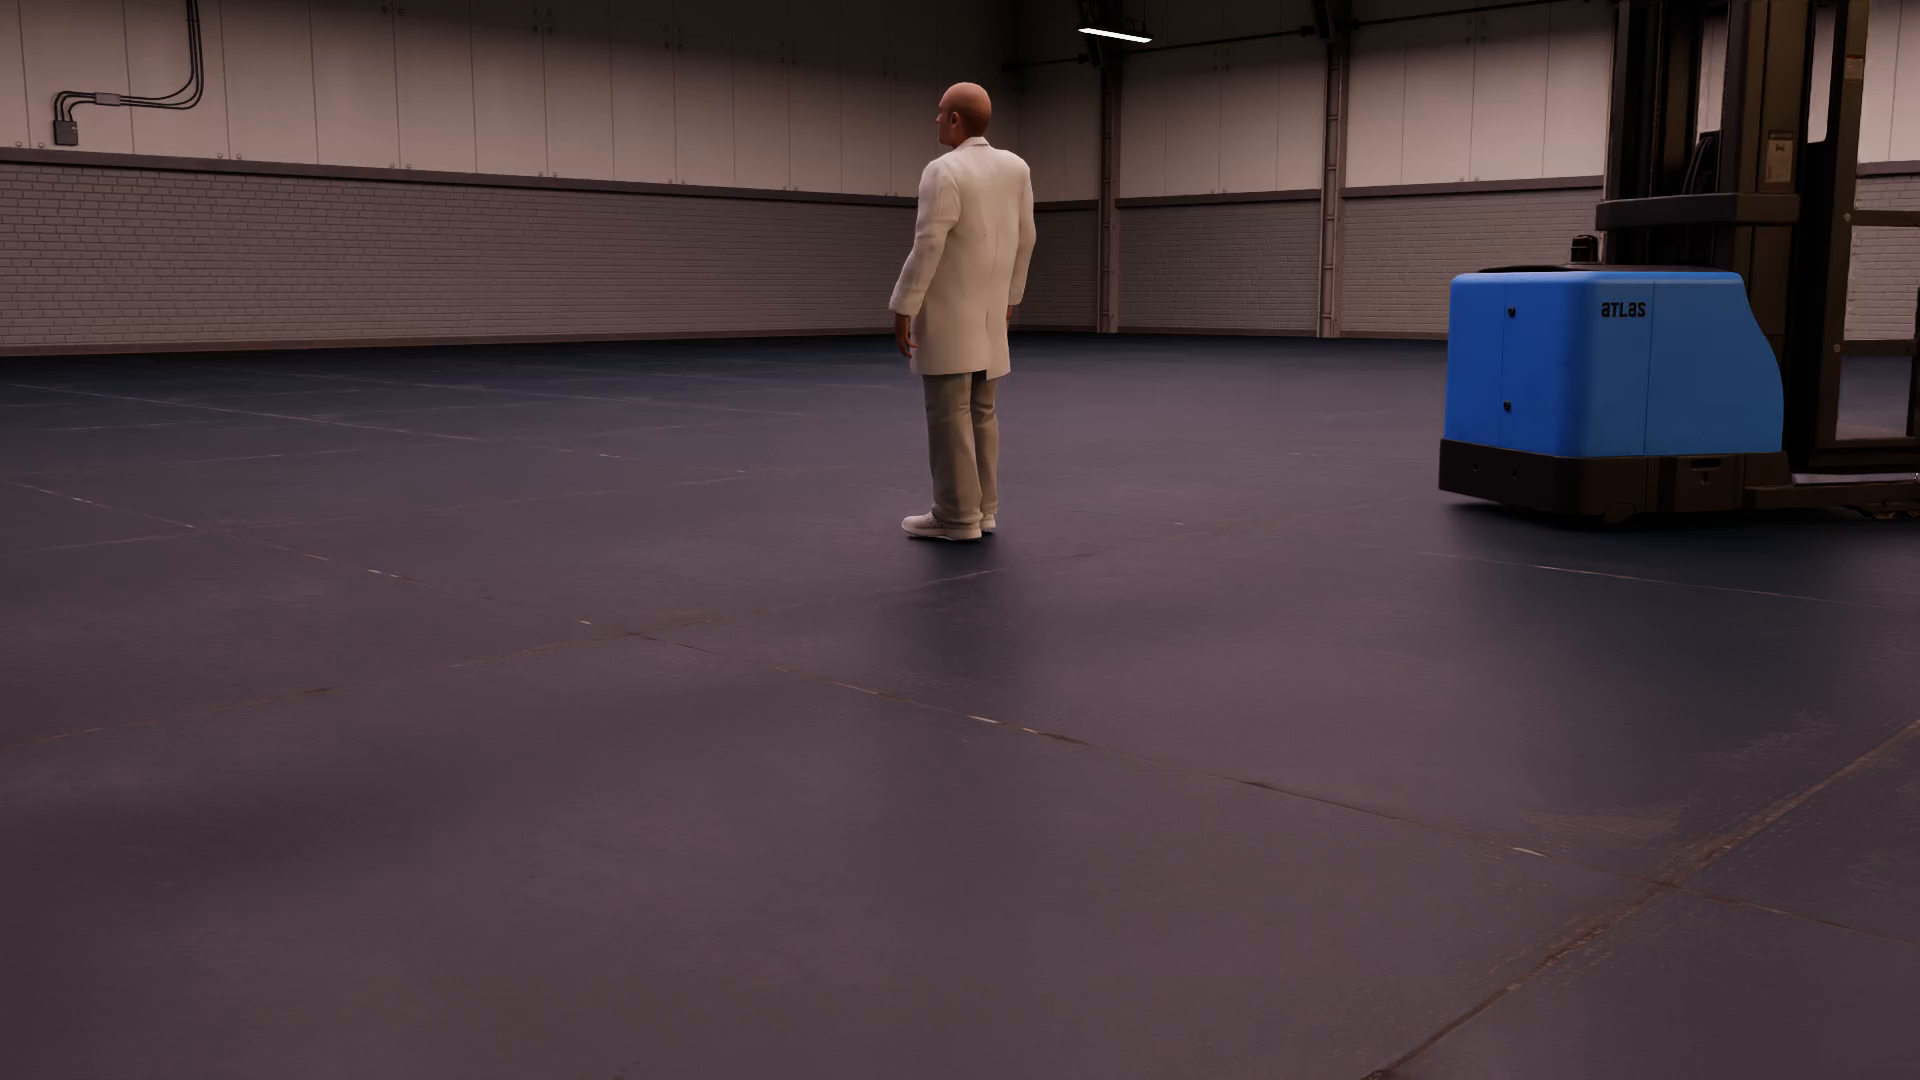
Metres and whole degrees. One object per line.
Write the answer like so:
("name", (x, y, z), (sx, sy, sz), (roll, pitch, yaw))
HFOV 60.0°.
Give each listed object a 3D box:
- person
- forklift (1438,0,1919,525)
("person", (-0.065, -0.896, 6.651), (0.573, 1.777, 0.698), (8, 12, 43))
("forklift", (3.825, -1.611, 7.576), (3.031, 2.935, 1.130), (-2, 9, -15))
